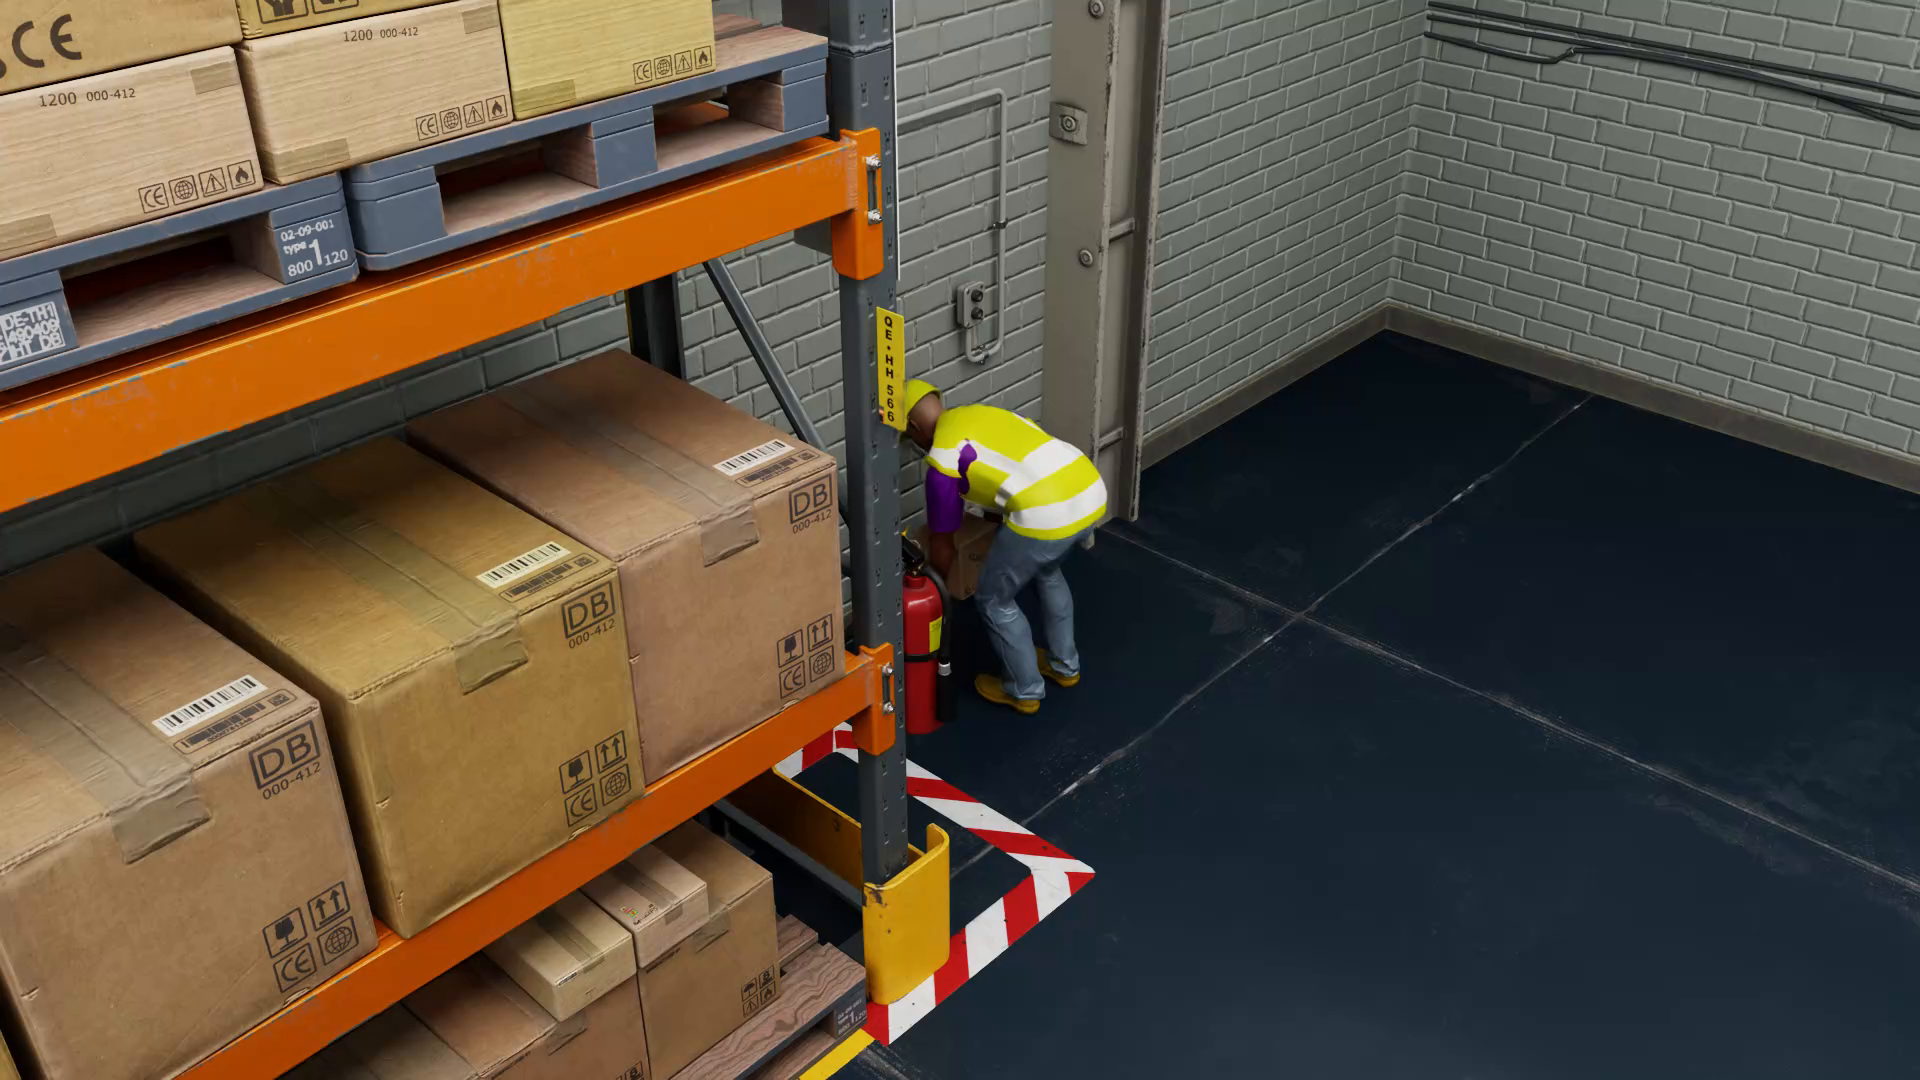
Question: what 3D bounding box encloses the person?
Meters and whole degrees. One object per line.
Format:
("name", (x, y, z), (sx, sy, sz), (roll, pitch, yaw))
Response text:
("person", (0.107, 0.014, 6.639), (0.967, 1.192, 0.475), (24, 38, 34))
